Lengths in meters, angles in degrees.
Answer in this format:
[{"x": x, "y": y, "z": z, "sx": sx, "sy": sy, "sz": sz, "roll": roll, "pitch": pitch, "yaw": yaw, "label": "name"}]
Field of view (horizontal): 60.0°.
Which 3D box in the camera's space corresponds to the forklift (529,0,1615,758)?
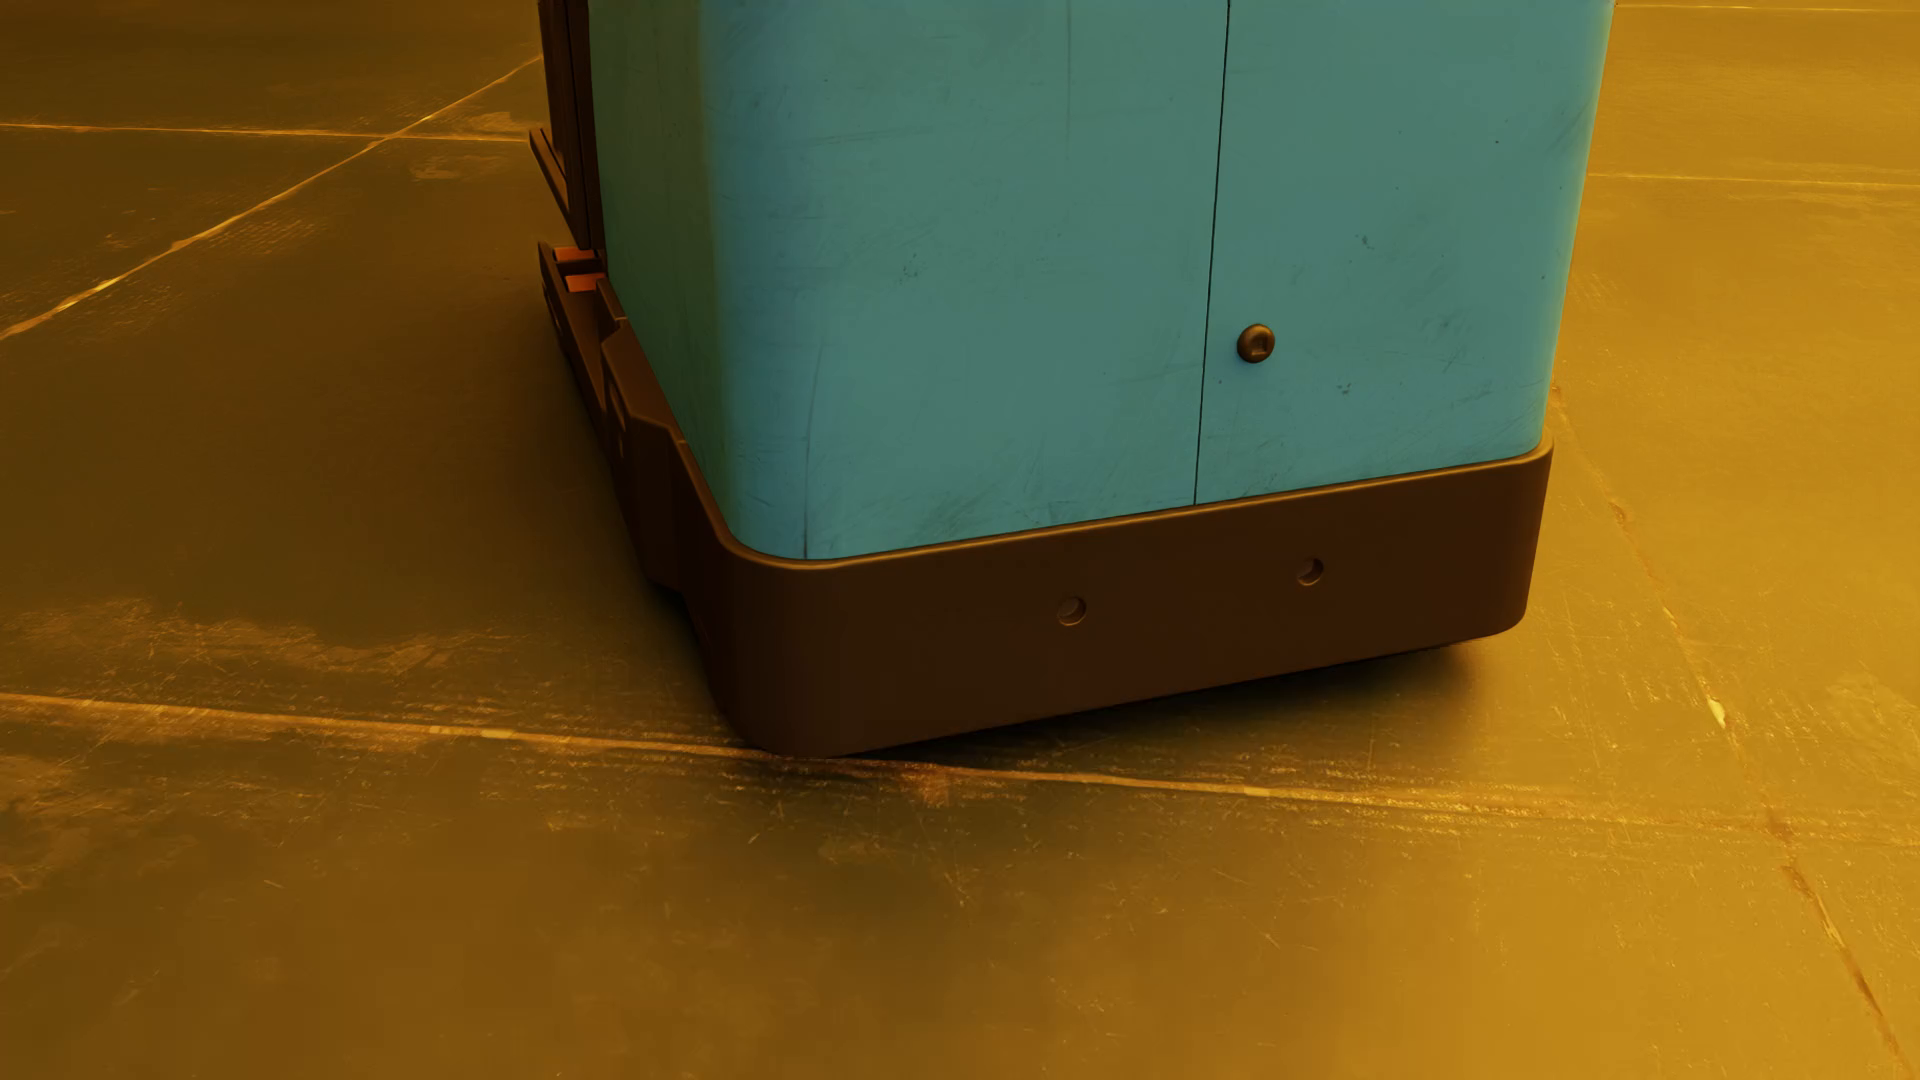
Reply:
[{"x": -0.212, "y": -1.707, "z": 2.638, "sx": 1.130, "sy": 2.935, "sz": 3.031, "roll": -9, "pitch": 28, "yaw": -17, "label": "forklift"}]
